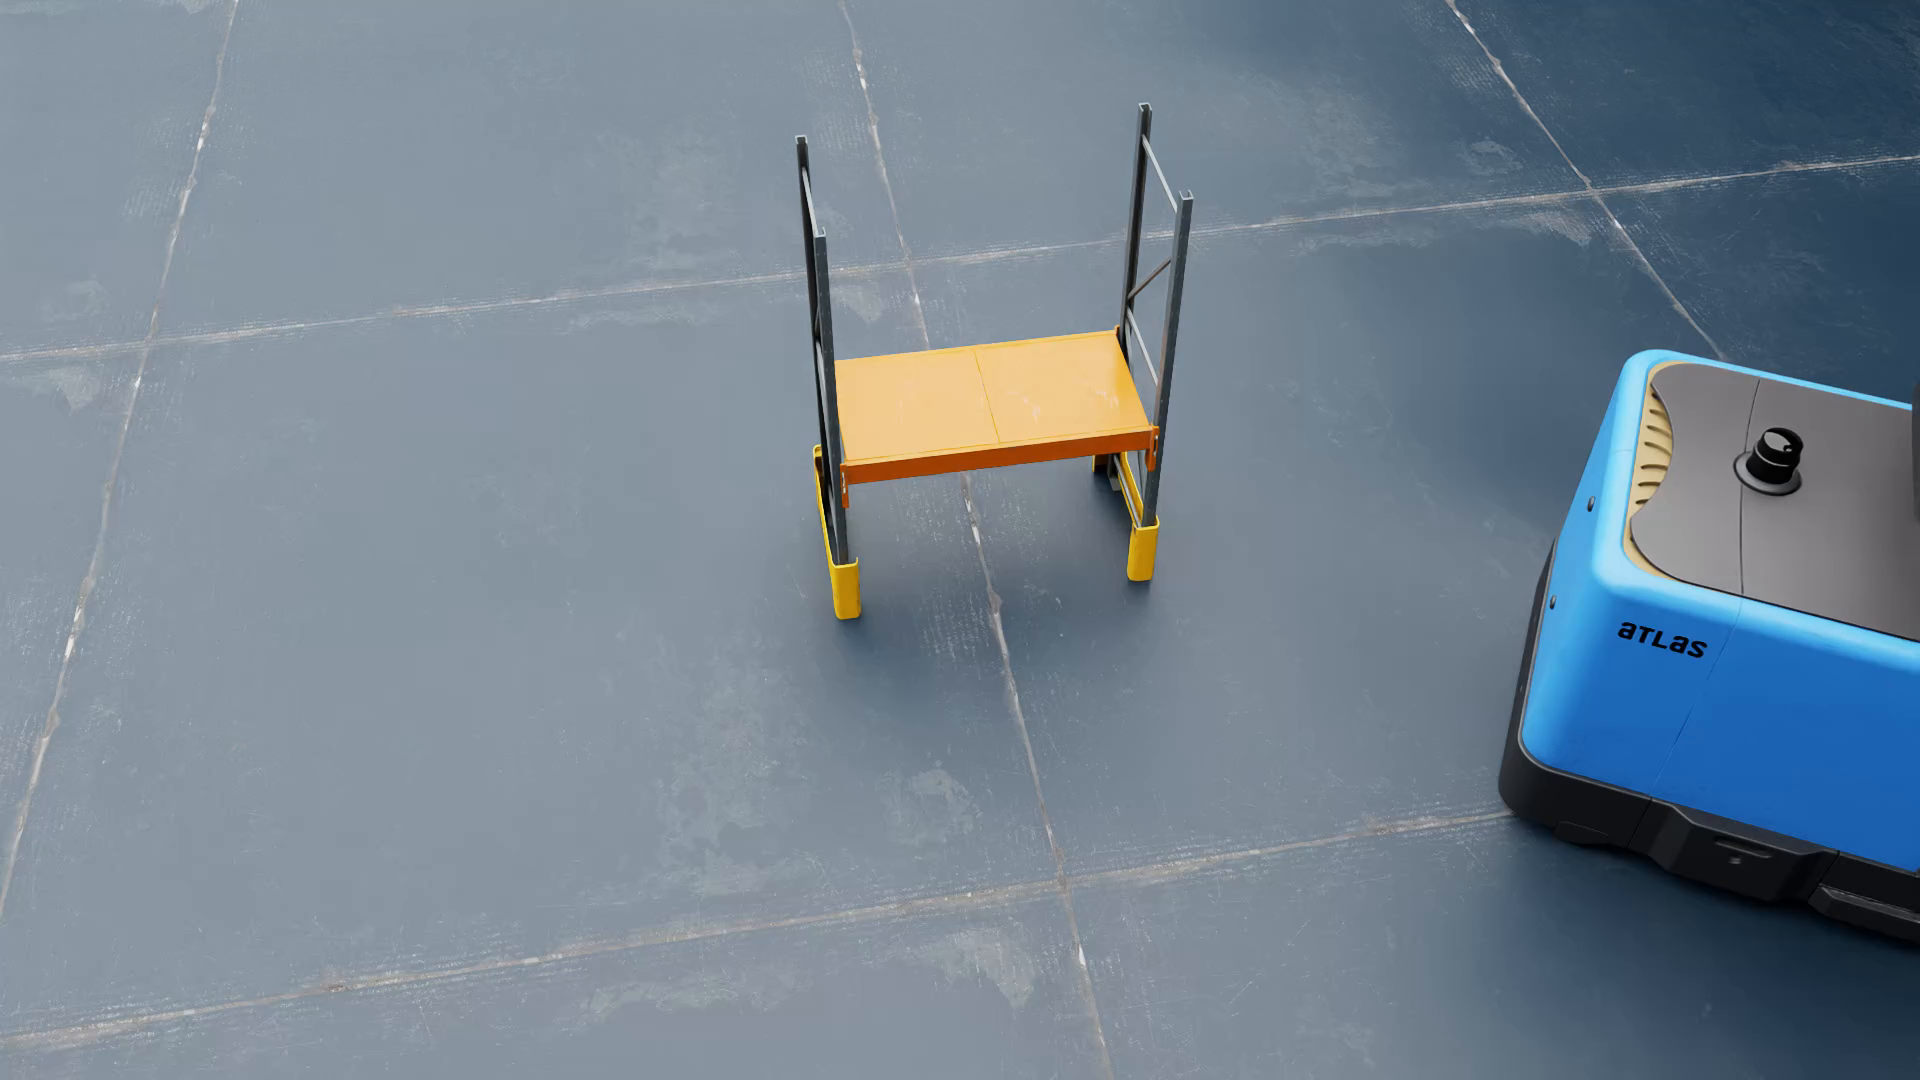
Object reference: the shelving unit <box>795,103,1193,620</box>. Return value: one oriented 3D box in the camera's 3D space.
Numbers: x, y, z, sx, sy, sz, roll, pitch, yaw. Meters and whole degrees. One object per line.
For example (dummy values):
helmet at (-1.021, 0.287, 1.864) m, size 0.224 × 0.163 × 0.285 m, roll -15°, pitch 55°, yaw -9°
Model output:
shelving unit at (0.075, -0.530, 5.219) m, size 1.083 × 1.500 × 0.587 m, roll -7°, pitch 46°, yaw -7°

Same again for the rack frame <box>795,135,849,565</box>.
rack frame at (-0.417, -0.468, 5.160) m, size 0.032 × 1.500 × 0.500 m, roll -7°, pitch 46°, yaw -7°

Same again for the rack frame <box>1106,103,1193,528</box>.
rack frame at (0.585, -0.593, 5.280) m, size 0.032 × 1.500 × 0.500 m, roll -7°, pitch 46°, yaw -7°

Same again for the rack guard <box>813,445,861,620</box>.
rack guard at (-0.416, -0.035, 5.610) m, size 0.087 × 0.250 × 0.587 m, roll -7°, pitch 46°, yaw -7°

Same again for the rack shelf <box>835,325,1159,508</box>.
rack shelf at (0.084, -0.406, 5.350) m, size 1.000 × 0.185 × 0.538 m, roll -7°, pitch 46°, yaw -7°

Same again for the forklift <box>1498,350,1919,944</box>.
forklift at (3.169, -0.135, 3.845) m, size 3.031 × 2.935 × 1.130 m, roll 16°, pitch 48°, yaw 14°

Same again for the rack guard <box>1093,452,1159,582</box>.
rack guard at (0.566, -0.157, 5.728) m, size 0.087 × 0.250 × 0.587 m, roll -7°, pitch 46°, yaw -7°
